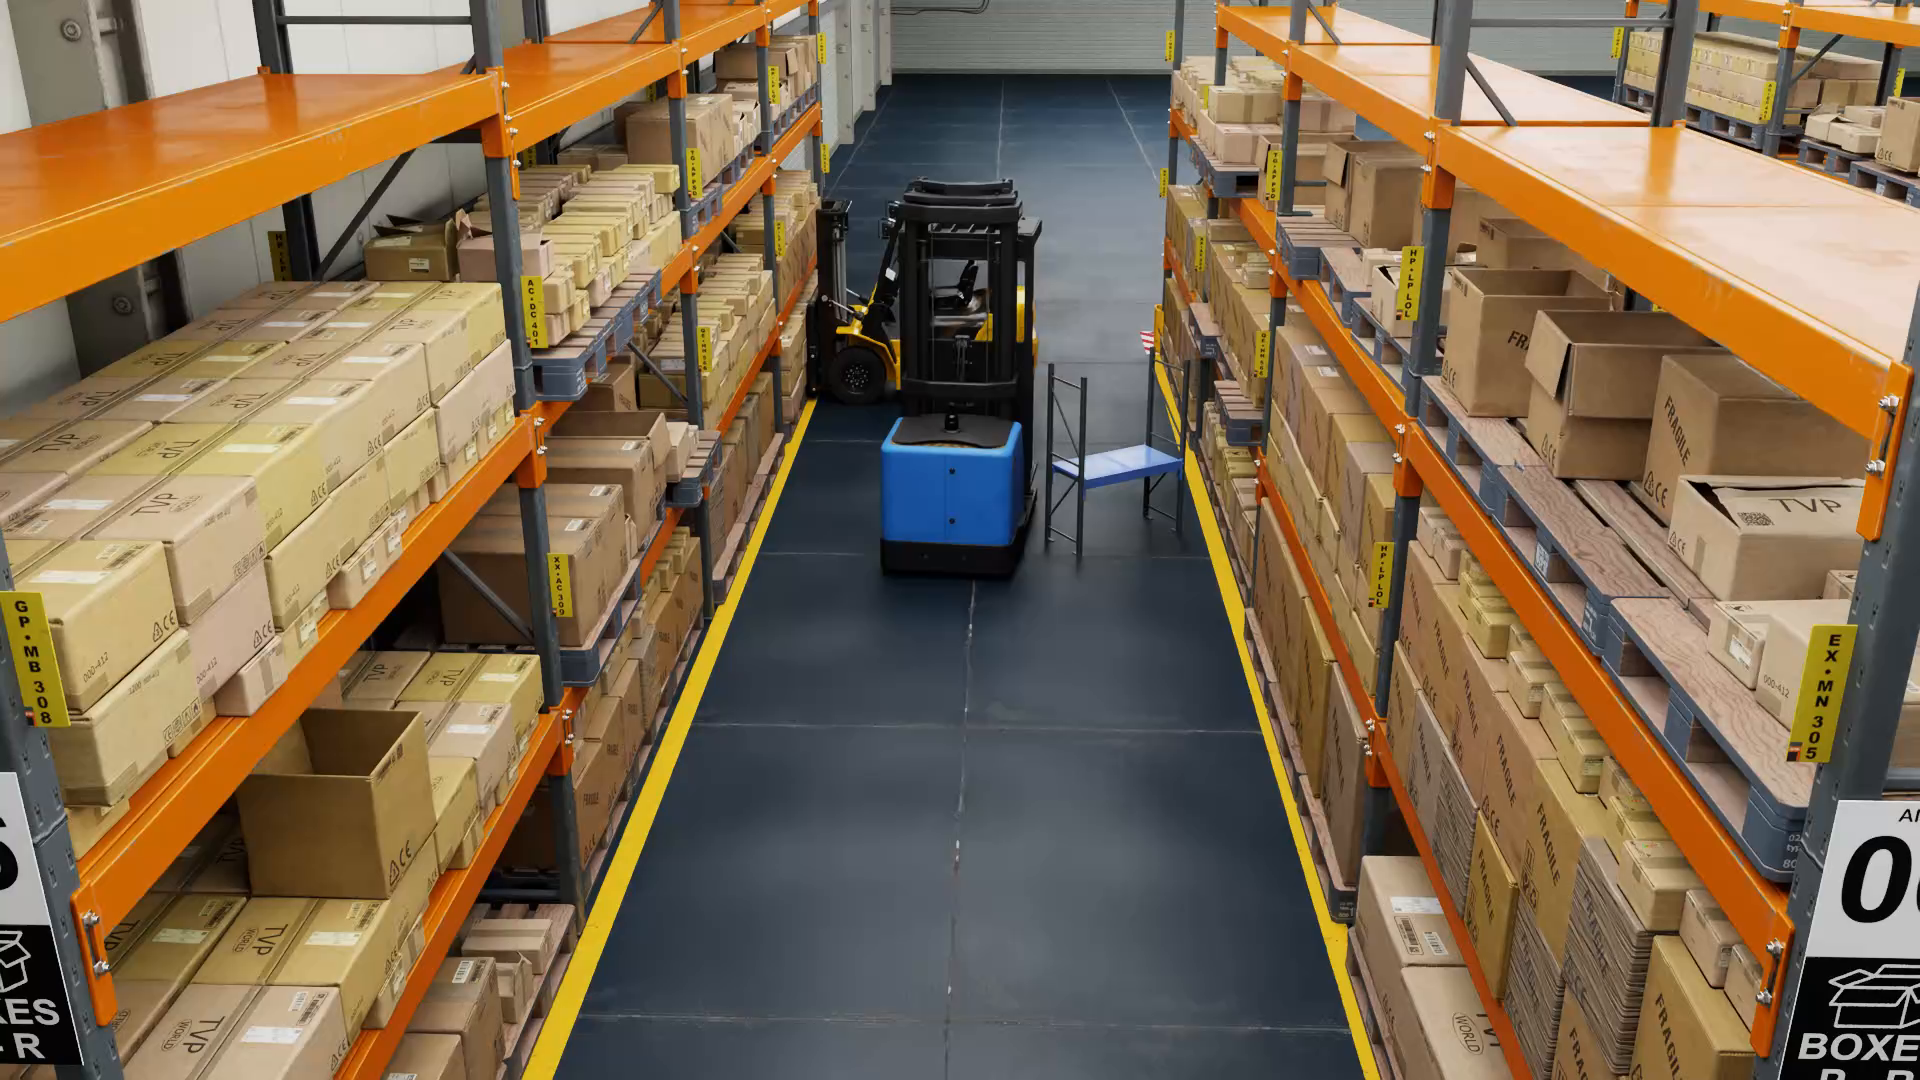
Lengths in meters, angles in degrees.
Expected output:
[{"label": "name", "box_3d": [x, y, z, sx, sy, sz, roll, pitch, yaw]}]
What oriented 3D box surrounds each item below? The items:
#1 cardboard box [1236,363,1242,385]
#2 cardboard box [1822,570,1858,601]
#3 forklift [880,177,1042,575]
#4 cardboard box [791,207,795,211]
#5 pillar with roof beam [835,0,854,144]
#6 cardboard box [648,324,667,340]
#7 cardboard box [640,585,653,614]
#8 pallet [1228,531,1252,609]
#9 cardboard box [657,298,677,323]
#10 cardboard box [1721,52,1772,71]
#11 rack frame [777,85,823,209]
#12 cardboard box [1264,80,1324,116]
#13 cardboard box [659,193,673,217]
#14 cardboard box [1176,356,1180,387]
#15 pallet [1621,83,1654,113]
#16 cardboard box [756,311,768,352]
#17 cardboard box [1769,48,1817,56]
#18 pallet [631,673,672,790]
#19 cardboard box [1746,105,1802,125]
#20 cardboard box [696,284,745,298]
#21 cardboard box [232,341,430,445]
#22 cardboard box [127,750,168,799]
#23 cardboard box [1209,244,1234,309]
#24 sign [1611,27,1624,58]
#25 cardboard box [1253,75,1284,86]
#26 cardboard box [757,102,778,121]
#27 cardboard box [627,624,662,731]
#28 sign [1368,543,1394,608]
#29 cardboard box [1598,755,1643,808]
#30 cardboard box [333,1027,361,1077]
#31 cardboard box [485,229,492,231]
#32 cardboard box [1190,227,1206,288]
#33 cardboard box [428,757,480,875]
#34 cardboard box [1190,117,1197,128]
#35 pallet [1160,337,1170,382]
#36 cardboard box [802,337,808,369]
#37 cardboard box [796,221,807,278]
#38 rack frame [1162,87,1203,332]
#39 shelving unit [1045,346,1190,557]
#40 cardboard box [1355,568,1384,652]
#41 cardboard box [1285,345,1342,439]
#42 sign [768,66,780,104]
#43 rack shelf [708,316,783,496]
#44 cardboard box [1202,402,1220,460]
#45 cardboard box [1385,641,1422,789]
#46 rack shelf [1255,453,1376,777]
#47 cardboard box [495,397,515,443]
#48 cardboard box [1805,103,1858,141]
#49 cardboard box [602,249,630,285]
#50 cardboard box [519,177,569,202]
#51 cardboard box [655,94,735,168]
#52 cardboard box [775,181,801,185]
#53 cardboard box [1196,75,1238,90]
[{"label": "cardboard box", "box_3d": [2.322, -1.256, 12.680, 0.380, 0.149, 0.250, 0, 21, -1]}, {"label": "cardboard box", "box_3d": [2.652, 0.202, 4.637, 0.380, 0.149, 0.250, 1, 21, 4]}, {"label": "forklift", "box_3d": [0.084, -1.591, 13.870, 1.130, 2.935, 3.031, 3, 21, 7]}, {"label": "cardboard box", "box_3d": [-1.928, -3.389, 17.376, 0.380, 0.149, 0.250, 0, 21, 1]}, {"label": "pillar with roof beam", "box_3d": [1.843, -12.738, 34.211, 9.100, 9.000, 0.400, 1, 21, 2]}, {"label": "cardboard box", "box_3d": [-2.561, -1.524, 13.120, 0.500, 0.250, 0.500, 0, 21, 1]}, {"label": "cardboard box", "box_3d": [-2.181, 0.398, 10.628, 0.380, 0.149, 0.250, 0, 21, 1]}, {"label": "pallet", "box_3d": [2.658, 0.241, 12.909, 1.003, 0.211, 1.213, 1, 21, 2]}, {"label": "cardboard box", "box_3d": [-2.494, -1.854, 13.418, 0.380, 0.149, 0.250, 1, 21, 3]}, {"label": "cardboard box", "box_3d": [7.422, -4.508, 15.674, 0.380, 0.149, 0.250, 1, 21, 3]}, {"label": "rack frame", "box_3d": [-2.086, -3.722, 19.268, 1.000, 3.000, 0.127, 1, 21, 2]}, {"label": "cardboard box", "box_3d": [2.864, -3.769, 14.178, 0.500, 0.250, 0.500, 1, 21, 3]}, {"label": "cardboard box", "box_3d": [-2.099, -2.213, 10.888, 0.380, 0.149, 0.250, 1, 21, 3]}, {"label": "cardboard box", "box_3d": [2.530, -1.730, 17.354, 0.500, 0.250, 0.500, 1, 21, 2]}, {"label": "pallet", "box_3d": [7.815, -4.740, 17.866, 1.003, 0.211, 1.213, 1, 21, 2]}, {"label": "cardboard box", "box_3d": [-1.971, -1.839, 14.622, 0.500, 0.250, 0.500, 1, 21, 1]}, {"label": "cardboard box", "box_3d": [8.093, -4.688, 16.137, 0.380, 0.149, 0.250, 1, 21, 2]}, {"label": "pallet", "box_3d": [-2.429, 1.180, 10.489, 1.003, 0.211, 1.213, 1, 21, 2]}, {"label": "cardboard box", "box_3d": [7.397, -3.863, 15.115, 0.380, 0.149, 0.250, 1, 21, 1]}, {"label": "cardboard box", "box_3d": [-2.005, -2.036, 13.889, 0.380, 0.149, 0.250, 1, 21, 2]}, {"label": "cardboard box", "box_3d": [-2.256, -0.532, 6.004, 0.500, 0.250, 0.500, 1, 21, 3]}, {"label": "cardboard box", "box_3d": [-2.348, 0.574, 4.397, 0.380, 0.149, 0.250, 1, 21, 3]}, {"label": "cardboard box", "box_3d": [2.439, -2.256, 14.360, 0.500, 0.500, 0.500, 1, 21, 2]}, {"label": "sign", "box_3d": [7.272, -5.502, 18.391, 0.100, 0.325, 0.005, 1, 21, 2]}, {"label": "cardboard box", "box_3d": [3.075, -4.457, 16.261, 0.380, 0.149, 0.250, 0, 21, 1]}, {"label": "cardboard box", "box_3d": [-1.890, -3.958, 15.359, 0.380, 0.149, 0.250, 1, 21, 3]}, {"label": "cardboard box", "box_3d": [-2.163, 0.853, 10.351, 0.500, 0.500, 0.500, 0, 21, 0]}, {"label": "sign", "box_3d": [1.968, 0.165, 7.760, 0.100, 0.325, 0.005, 1, 21, 2]}, {"label": "cardboard box", "box_3d": [2.235, 0.799, 5.200, 0.380, 0.149, 0.250, 0, 21, 1]}, {"label": "cardboard box", "box_3d": [-2.282, 1.690, 5.668, 0.380, 0.149, 0.250, 1, 21, 2]}, {"label": "cardboard box", "box_3d": [-2.523, -1.528, 8.684, 0.380, 0.149, 0.250, 0, 21, 0]}, {"label": "cardboard box", "box_3d": [2.528, -2.757, 16.233, 0.500, 0.500, 0.500, 1, 21, 3]}, {"label": "cardboard box", "box_3d": [-2.251, 1.096, 6.646, 0.500, 0.250, 0.500, 0, 21, 1]}, {"label": "cardboard box", "box_3d": [2.539, -4.271, 16.883, 0.380, 0.149, 0.250, 0, 21, 0]}, {"label": "pallet", "box_3d": [2.814, -2.048, 18.808, 1.003, 0.211, 1.213, 1, 21, 2]}, {"label": "cardboard box", "box_3d": [-1.844, -1.958, 17.251, 0.500, 0.250, 0.500, 0, 21, 1]}, {"label": "cardboard box", "box_3d": [-1.883, -3.033, 17.355, 0.500, 0.500, 0.500, 1, 21, 2]}, {"label": "rack frame", "box_3d": [2.876, -3.669, 19.131, 1.000, 3.000, 0.127, 1, 21, 2]}, {"label": "shelving unit", "box_3d": [1.284, -0.738, 13.652, 1.048, 1.500, 0.538, -12, 24, -29]}, {"label": "cardboard box", "box_3d": [2.281, 0.345, 8.303, 0.500, 0.250, 0.500, 1, 21, 2]}, {"label": "cardboard box", "box_3d": [2.368, -0.934, 10.562, 0.500, 0.500, 0.500, 1, 21, 2]}, {"label": "sign", "box_3d": [-1.665, -4.059, 14.841, 0.100, 0.325, 0.005, 1, 21, 2]}, {"label": "rack shelf", "box_3d": [-2.268, -1.217, 13.807, 1.077, 0.370, 4.000, 1, 21, 2]}, {"label": "cardboard box", "box_3d": [2.741, -1.003, 15.314, 0.950, 0.372, 0.625, 1, 21, 2]}, {"label": "cardboard box", "box_3d": [2.235, 0.790, 7.501, 0.500, 0.500, 0.500, 1, 21, 3]}, {"label": "rack shelf", "box_3d": [2.572, 0.282, 9.942, 1.077, 0.370, 4.000, 1, 21, 2]}, {"label": "cardboard box", "box_3d": [-2.166, -0.531, 7.245, 0.380, 0.149, 0.250, 0, 21, 1]}, {"label": "cardboard box", "box_3d": [7.437, -3.567, 14.189, 0.258, 0.266, 0.396, 0, 21, 1]}, {"label": "cardboard box", "box_3d": [-1.999, -1.472, 8.950, 0.380, 0.149, 0.250, 1, 21, 3]}, {"label": "cardboard box", "box_3d": [-2.660, -2.172, 10.372, 0.380, 0.149, 0.250, 1, 21, 1]}, {"label": "cardboard box", "box_3d": [-2.032, -3.144, 12.775, 0.500, 0.500, 0.500, 1, 21, 3]}, {"label": "cardboard box", "box_3d": [-1.925, -3.804, 18.034, 0.380, 0.149, 0.250, 1, 21, 2]}, {"label": "cardboard box", "box_3d": [2.518, -4.462, 16.275, 0.380, 0.149, 0.250, 1, 21, 2]}]
